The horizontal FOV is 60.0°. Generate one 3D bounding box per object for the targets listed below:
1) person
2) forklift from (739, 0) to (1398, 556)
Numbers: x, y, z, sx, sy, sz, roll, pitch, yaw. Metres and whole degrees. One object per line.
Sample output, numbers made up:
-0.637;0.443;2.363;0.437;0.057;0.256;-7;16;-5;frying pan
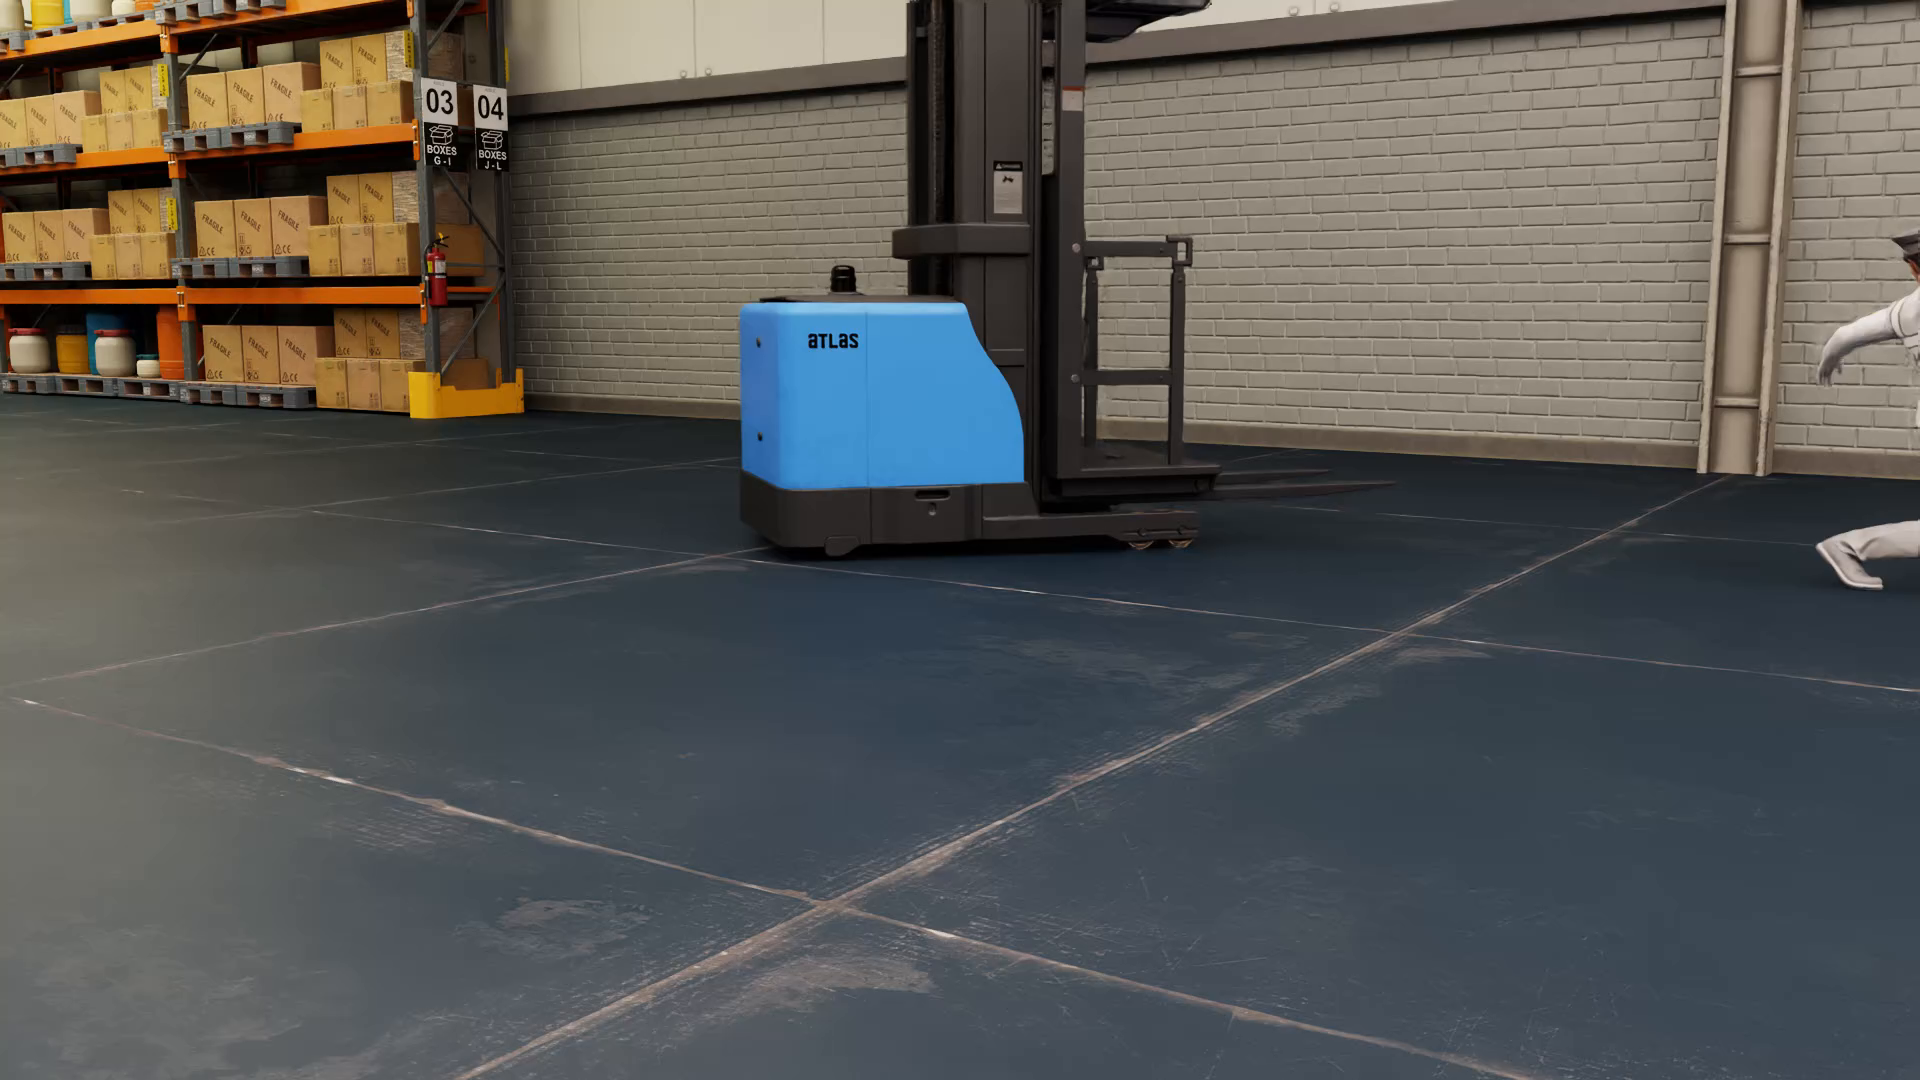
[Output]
3.779;-0.510;6.339;0.933;1.385;0.889;2;8;14;person
0.548;-1.480;7.600;3.031;2.935;1.130;-3;8;-18;forklift
